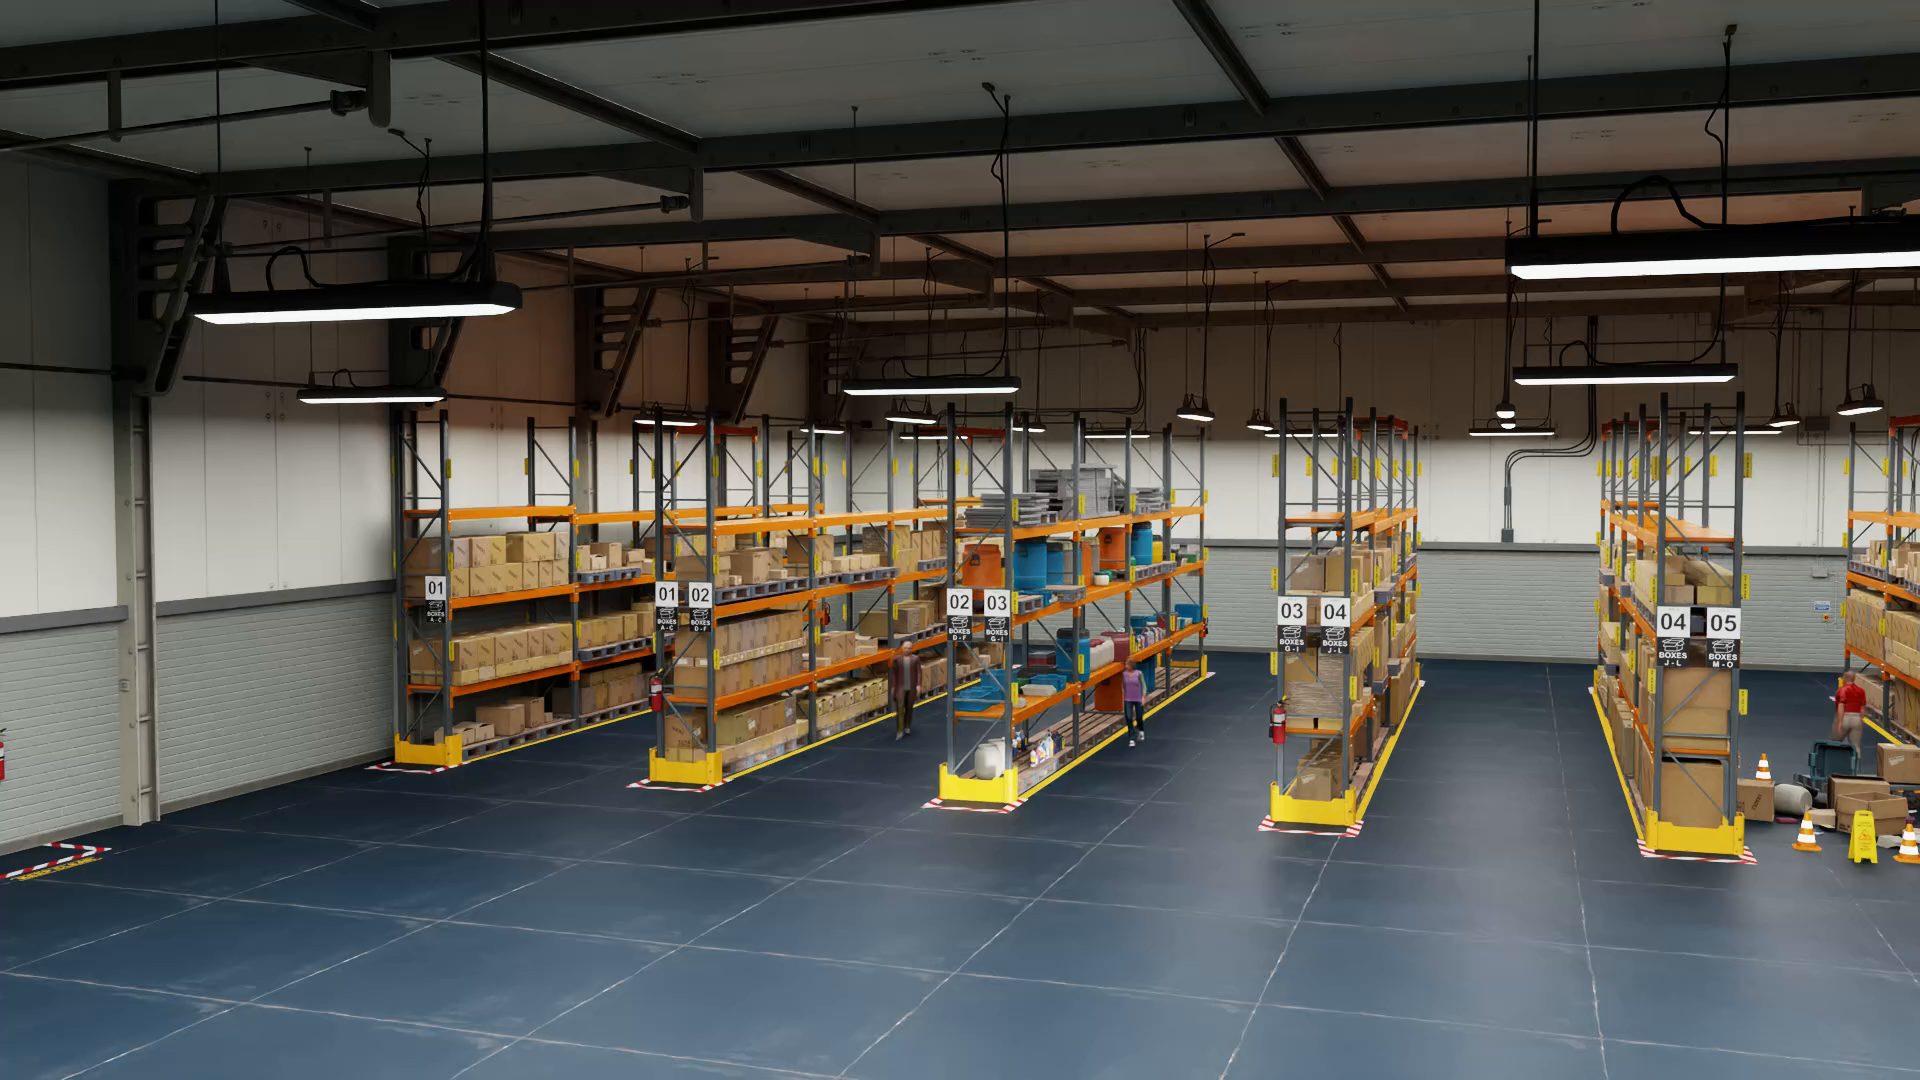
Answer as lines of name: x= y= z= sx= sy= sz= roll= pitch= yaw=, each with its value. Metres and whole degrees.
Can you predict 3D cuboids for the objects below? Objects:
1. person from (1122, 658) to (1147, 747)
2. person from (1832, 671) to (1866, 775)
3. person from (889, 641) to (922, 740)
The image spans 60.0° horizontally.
person: x=3.147 y=2.917 z=30.069 sx=0.478 sy=1.568 sz=0.686 roll=1 pitch=3 yaw=18
person: x=14.405 y=3.016 z=26.913 sx=0.545 sy=1.777 sz=0.609 roll=0 pitch=2 yaw=8
person: x=-0.994 y=2.780 z=31.017 sx=0.586 sy=1.770 sz=0.867 roll=-1 pitch=3 yaw=-15
